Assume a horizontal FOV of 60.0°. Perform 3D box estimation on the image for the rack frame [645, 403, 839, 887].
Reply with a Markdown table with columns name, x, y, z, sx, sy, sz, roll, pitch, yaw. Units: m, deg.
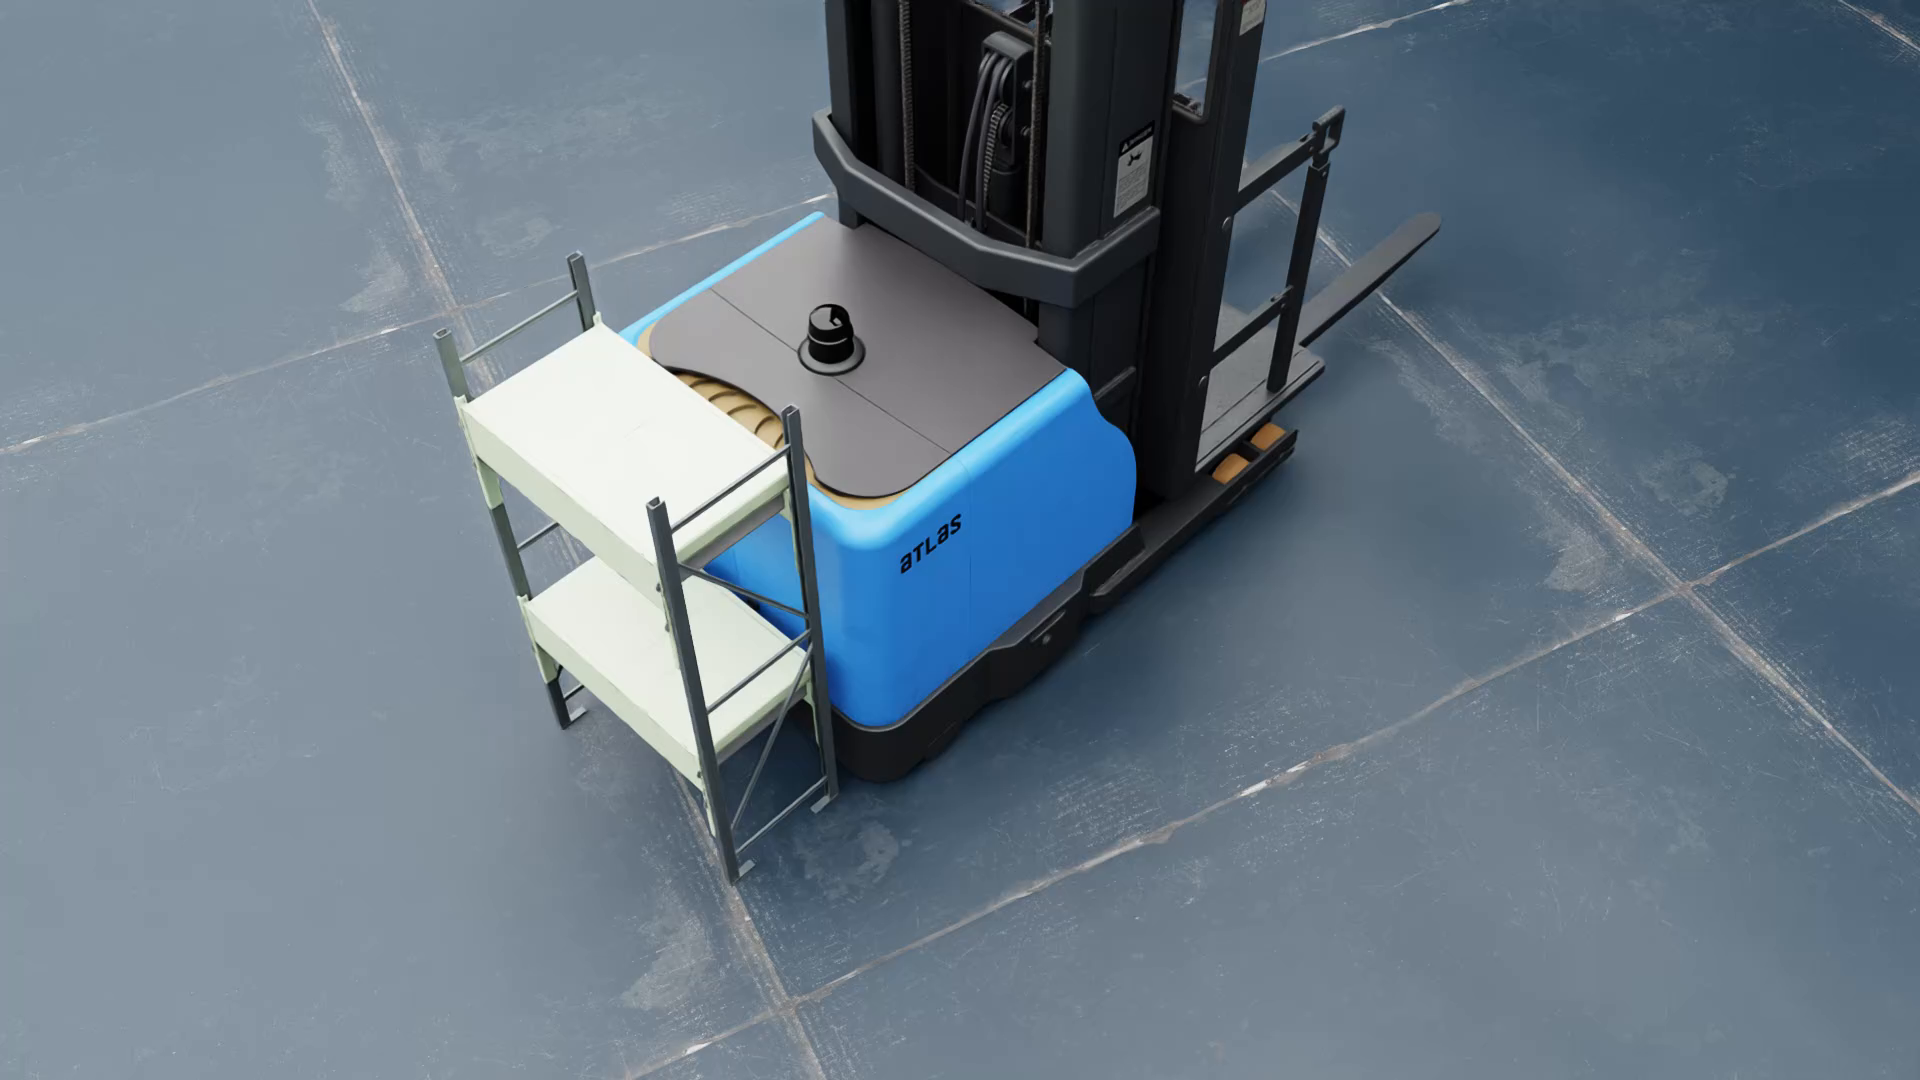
| name | x | y | z | sx | sy | sz | roll | pitch | yaw |
| --- | --- | --- | --- | --- | --- | --- | --- | --- | --- |
| rack frame | -0.483 | 0.318 | 3.975 | 0.023 | 1.500 | 0.400 | 36 | 58 | 27 |

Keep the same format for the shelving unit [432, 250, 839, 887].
| name | x | y | z | sx | sy | sz | roll | pitch | yaw |
| --- | --- | --- | --- | --- | --- | --- | --- | --- | --- |
| shelving unit | -0.748 | 0.128 | 4.141 | 0.755 | 1.500 | 0.431 | 36 | 58 | 27 |

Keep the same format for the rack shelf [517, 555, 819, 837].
| name | x | y | z | sx | sy | sz | roll | pitch | yaw |
| --- | --- | --- | --- | --- | --- | --- | --- | --- | --- |
| rack shelf | -0.747 | 0.343 | 4.387 | 0.720 | 0.370 | 0.431 | 36 | 58 | 27 |

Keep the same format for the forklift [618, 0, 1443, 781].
| name | x | y | z | sx | sy | sz | roll | pitch | yaw |
| --- | --- | --- | --- | --- | --- | --- | --- | --- | --- |
| forklift | 0.446 | -1.318 | 4.455 | 1.130 | 2.935 | 3.031 | 36 | 58 | 27 |

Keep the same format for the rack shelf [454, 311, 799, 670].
| name | x | y | z | sx | sy | sz | roll | pitch | yaw |
| --- | --- | --- | --- | --- | --- | --- | --- | --- | --- |
| rack shelf | -0.748 | -0.128 | 3.847 | 0.720 | 0.370 | 0.431 | 36 | 58 | 27 |

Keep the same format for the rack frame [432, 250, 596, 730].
| name | x | y | z | sx | sy | sz | roll | pitch | yaw |
| --- | --- | --- | --- | --- | --- | --- | --- | --- | --- |
| rack frame | -1.013 | -0.062 | 4.307 | 0.023 | 1.500 | 0.400 | 36 | 58 | 27 |
